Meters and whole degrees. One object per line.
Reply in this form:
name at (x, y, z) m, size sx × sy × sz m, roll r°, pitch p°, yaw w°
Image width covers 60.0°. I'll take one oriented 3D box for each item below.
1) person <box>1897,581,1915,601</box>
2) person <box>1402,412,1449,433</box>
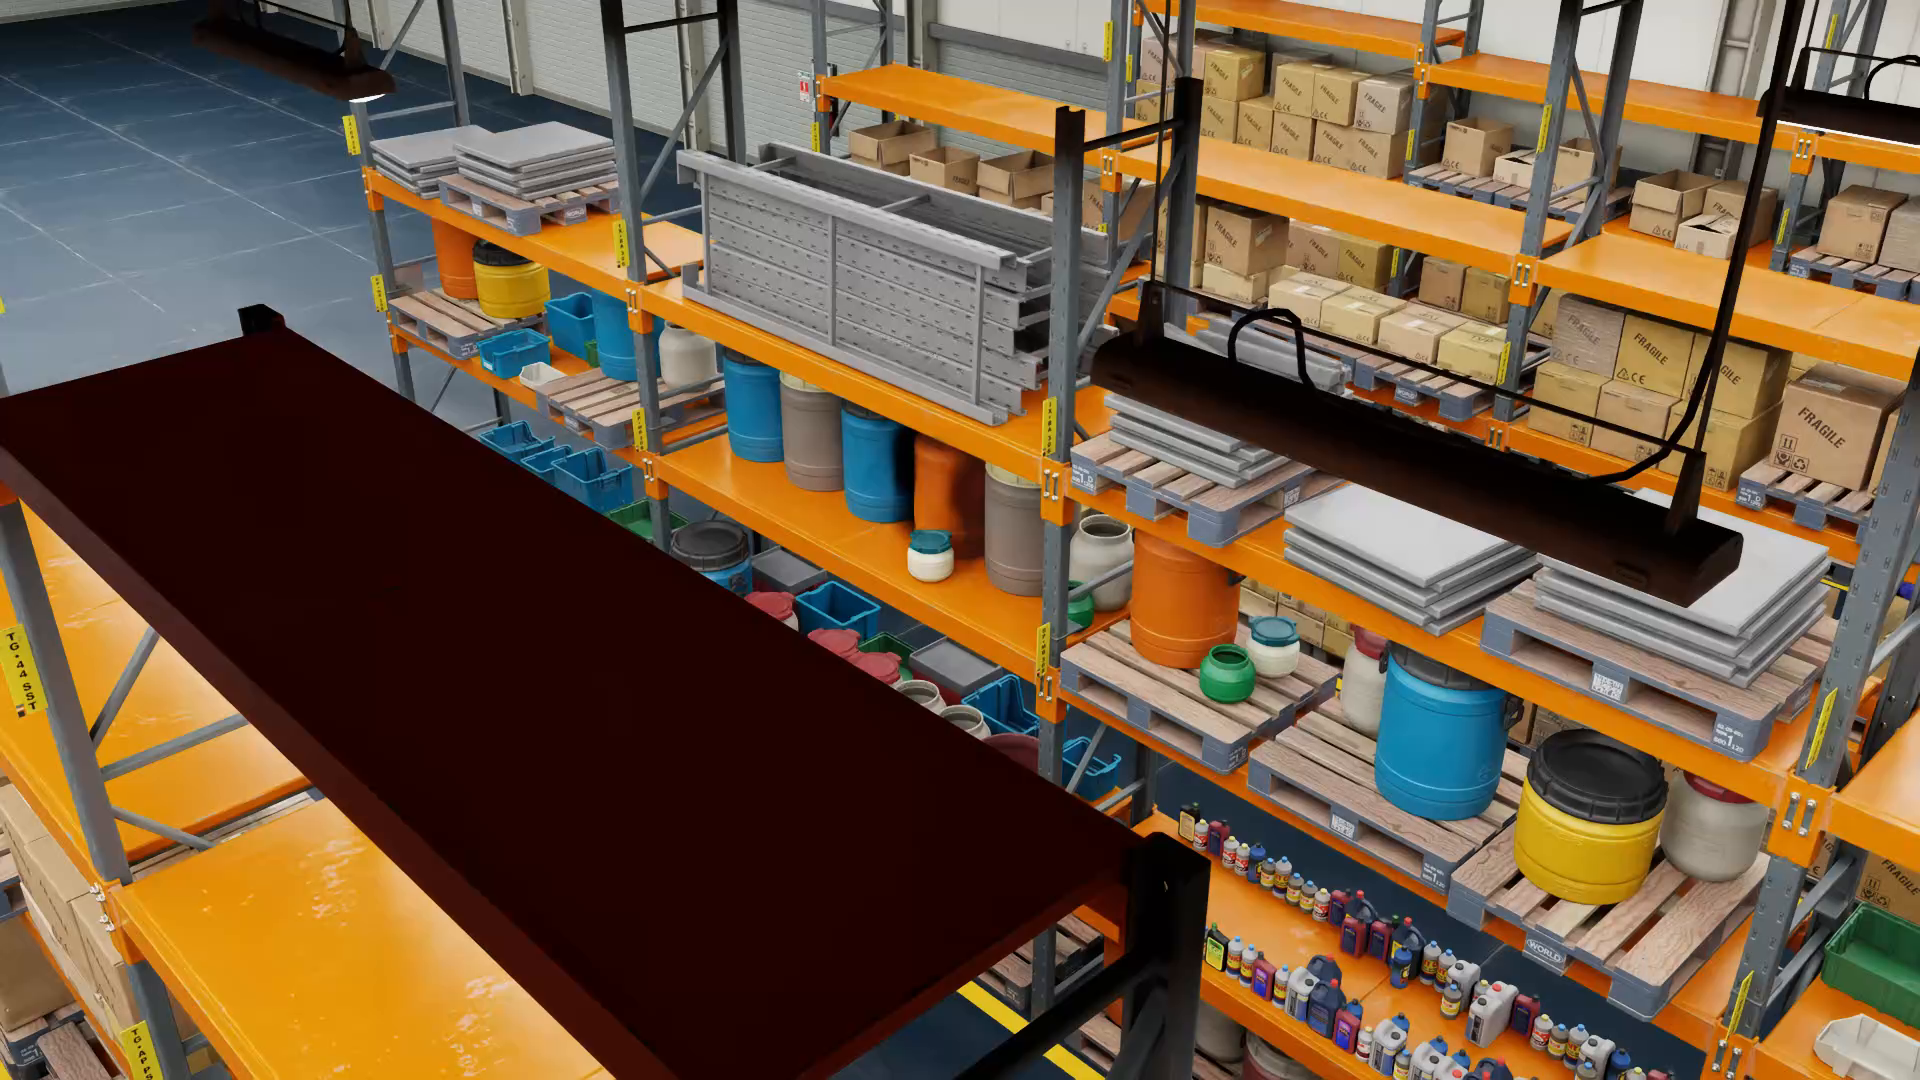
person at (7.858, 0.748, 13.755) m, size 0.939 × 1.607 × 0.409 m, roll 22°, pitch 35°, yaw 35°
person at (4.817, -1.135, 17.295) m, size 0.471 × 1.714 × 0.512 m, roll 3°, pitch 28°, yaw 5°
